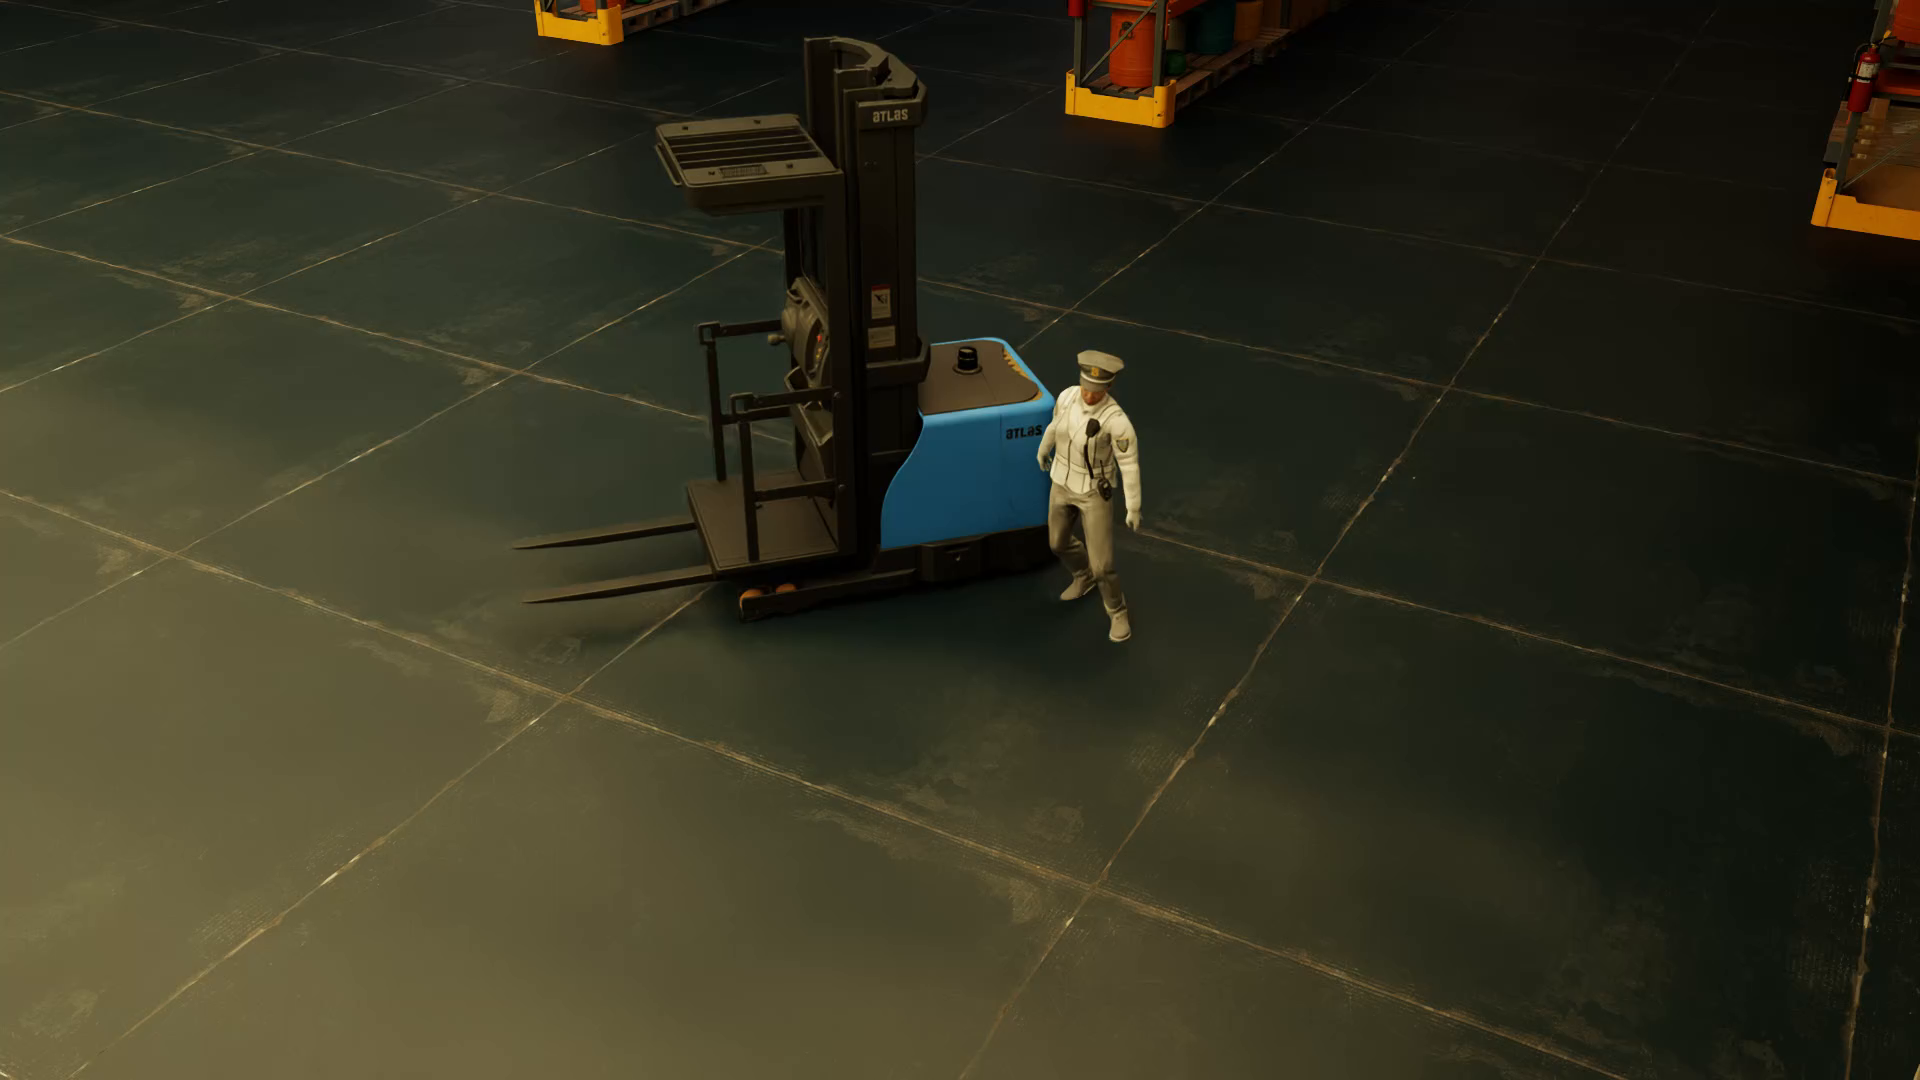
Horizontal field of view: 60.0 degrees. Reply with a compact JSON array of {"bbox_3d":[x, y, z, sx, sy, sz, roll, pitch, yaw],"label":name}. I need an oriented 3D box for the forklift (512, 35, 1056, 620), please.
[{"bbox_3d":[-1.022,-1.124,9.017,3.031,2.935,1.130,-9,31,-15],"label":"forklift"}]

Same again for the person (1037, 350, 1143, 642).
[{"bbox_3d":[0.699,-0.296,8.968,0.454,1.644,0.802,-25,38,-36],"label":"person"}]
